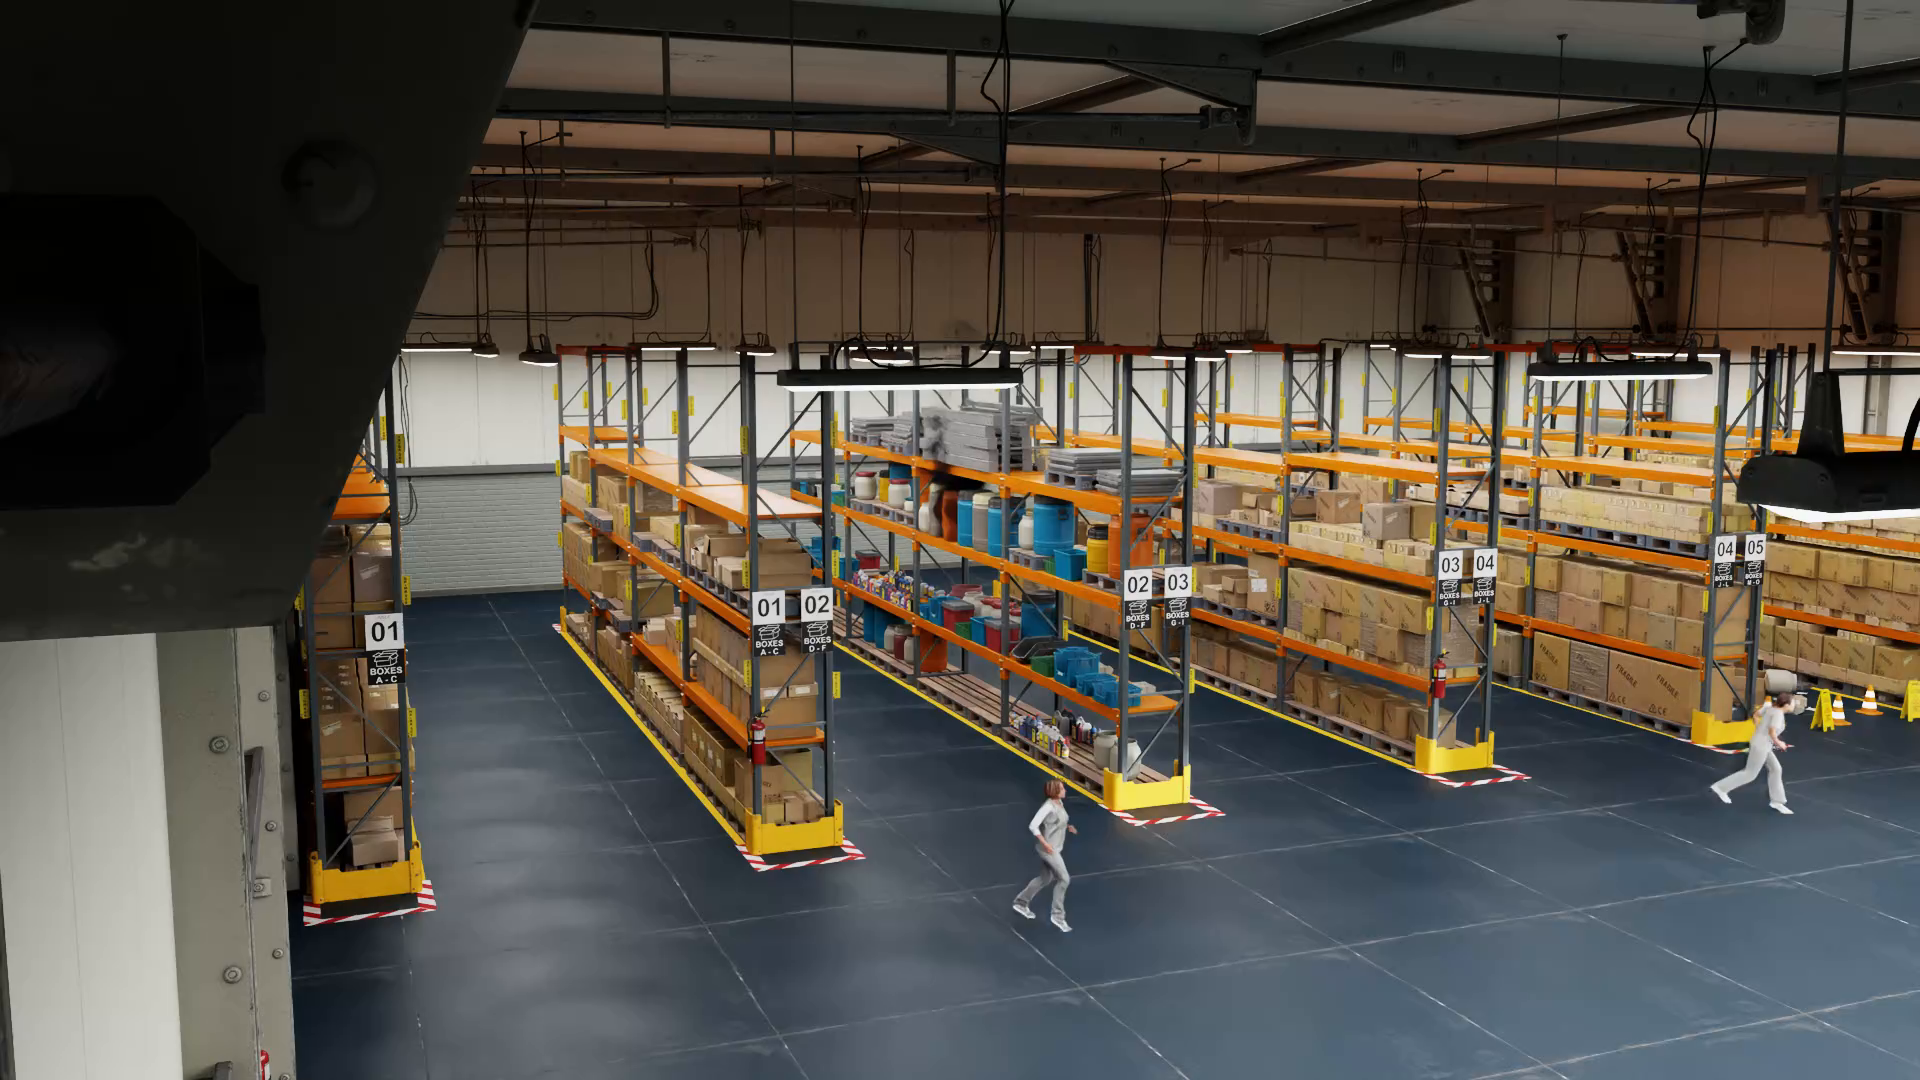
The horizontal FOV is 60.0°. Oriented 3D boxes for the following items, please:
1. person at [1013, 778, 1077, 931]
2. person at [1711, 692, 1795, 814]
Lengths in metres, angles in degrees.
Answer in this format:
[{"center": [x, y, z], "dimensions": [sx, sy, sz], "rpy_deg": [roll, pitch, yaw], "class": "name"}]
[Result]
[{"center": [0.897, 3.331, 17.628], "dimensions": [0.675, 1.630, 0.557], "rpy_deg": [1, 7, 11], "class": "person"}, {"center": [10.451, 2.788, 21.886], "dimensions": [1.002, 1.625, 0.598], "rpy_deg": [1, 7, 9], "class": "person"}]
